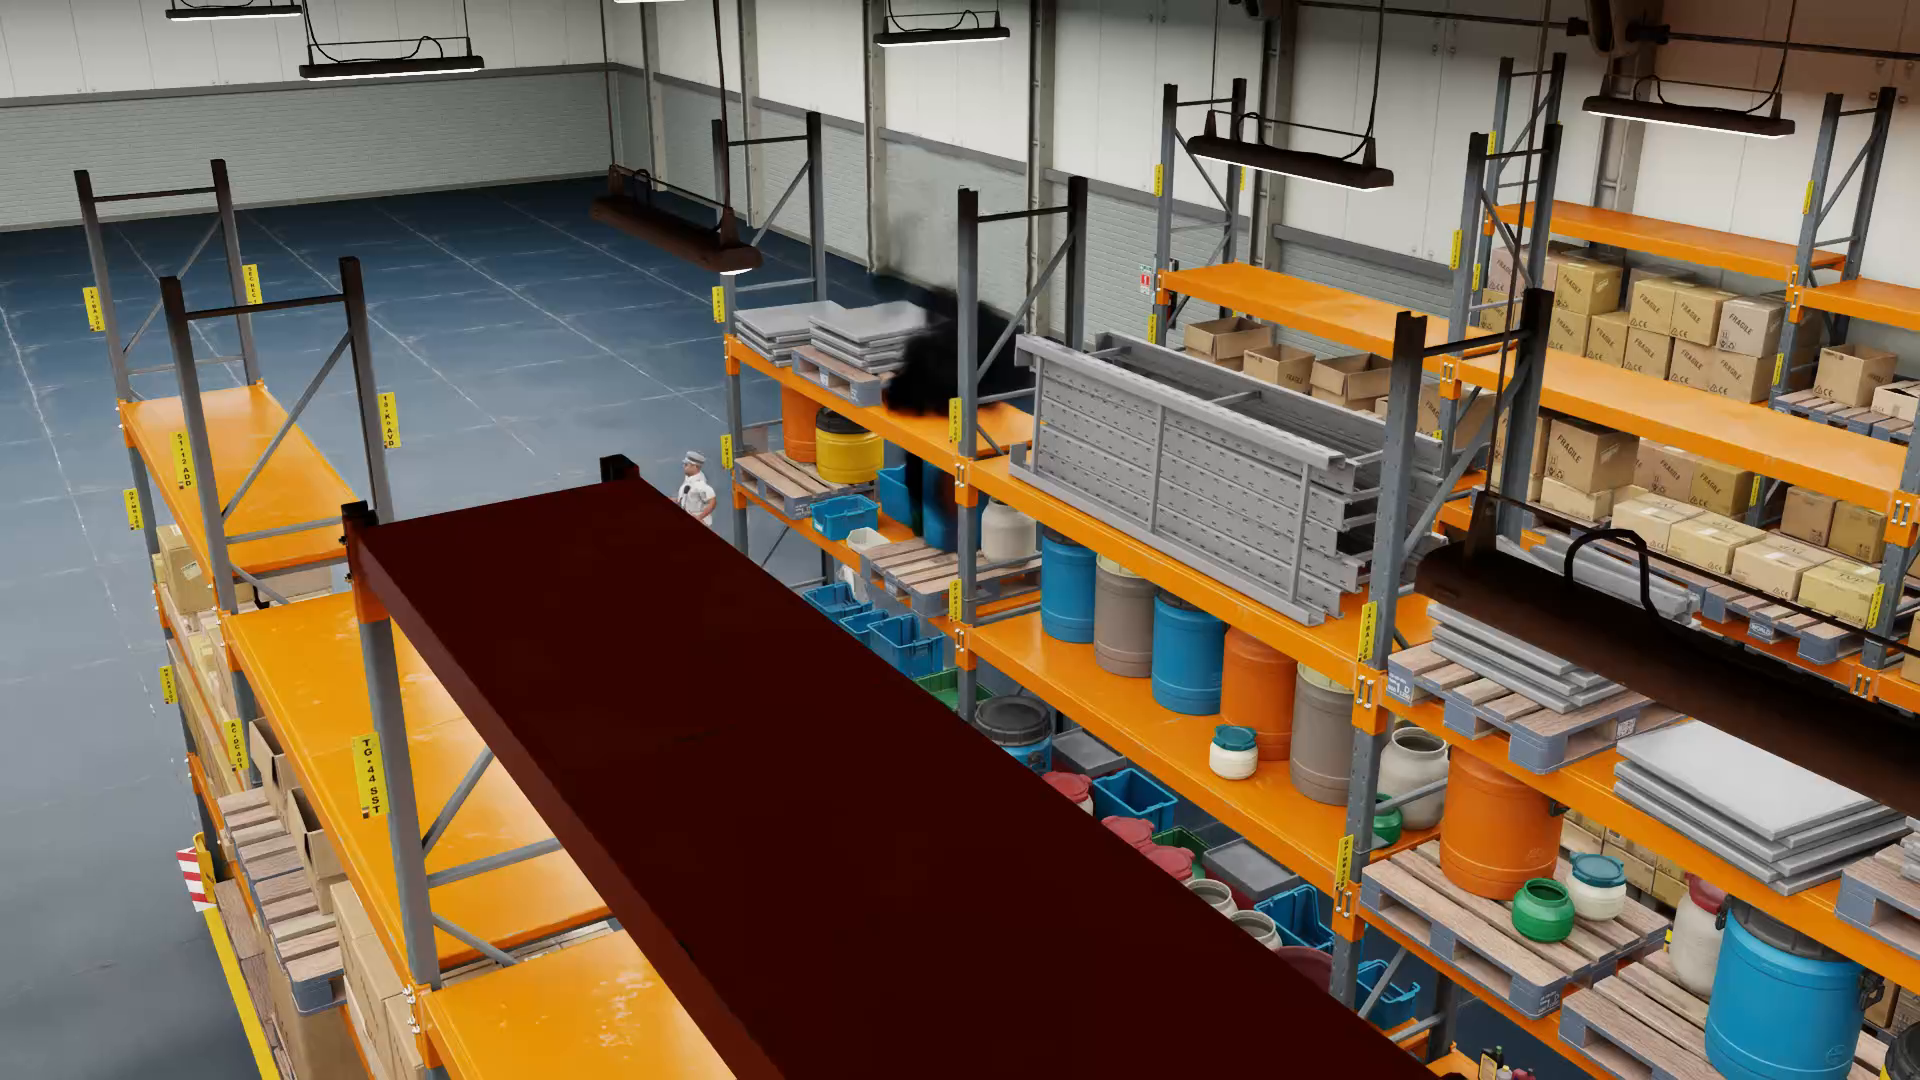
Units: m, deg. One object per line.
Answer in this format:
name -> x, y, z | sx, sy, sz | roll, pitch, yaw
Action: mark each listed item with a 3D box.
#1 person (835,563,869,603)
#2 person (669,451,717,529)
person -> -1.171, 0.692, 17.546 | 0.560, 1.573, 0.549 | 16, 27, 34
person -> -3.063, -0.193, 19.520 | 0.944, 1.790, 0.664 | -3, 22, -8
